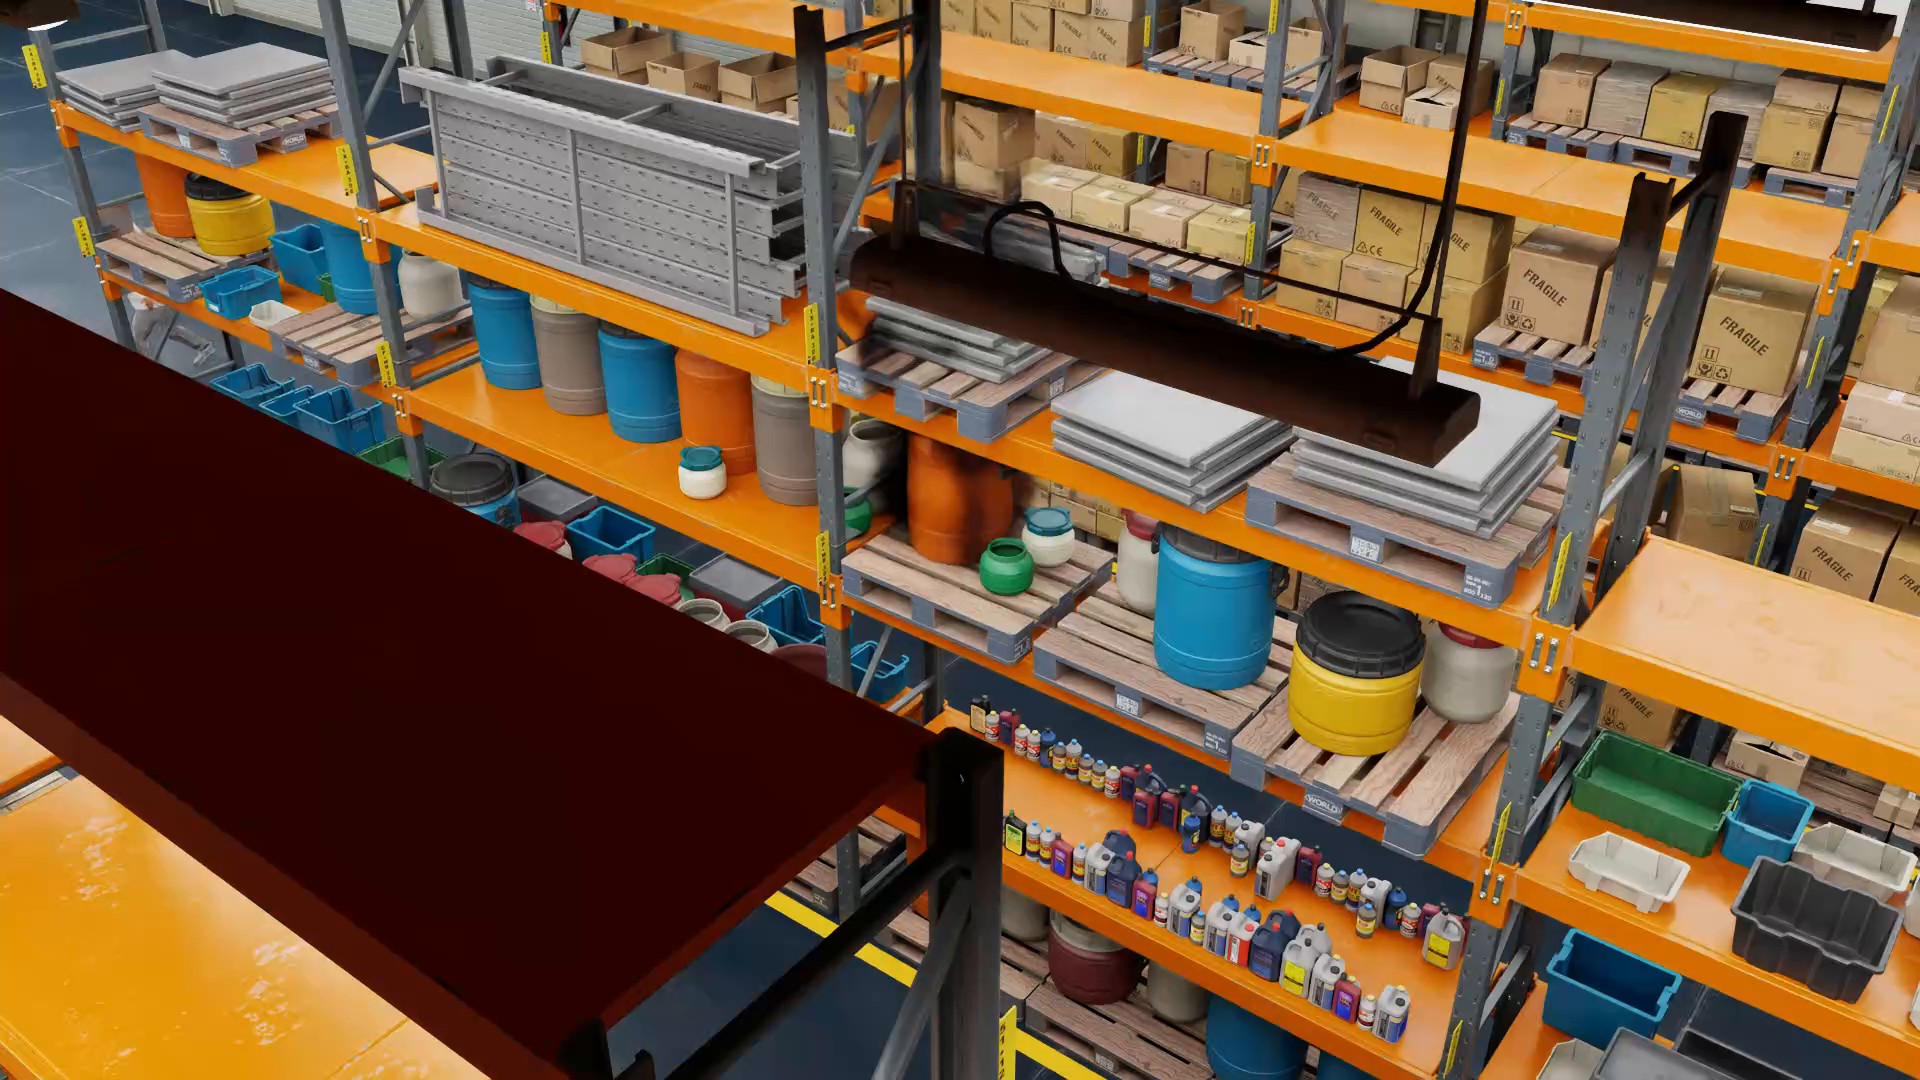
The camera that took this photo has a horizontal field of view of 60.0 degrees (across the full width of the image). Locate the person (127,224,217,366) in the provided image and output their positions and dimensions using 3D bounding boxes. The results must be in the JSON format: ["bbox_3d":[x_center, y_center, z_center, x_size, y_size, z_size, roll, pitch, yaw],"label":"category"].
[{"bbox_3d":[-8.544,-2.506,17.685,0.912,1.819,0.663,-12,33,-18],"label":"person"}]
